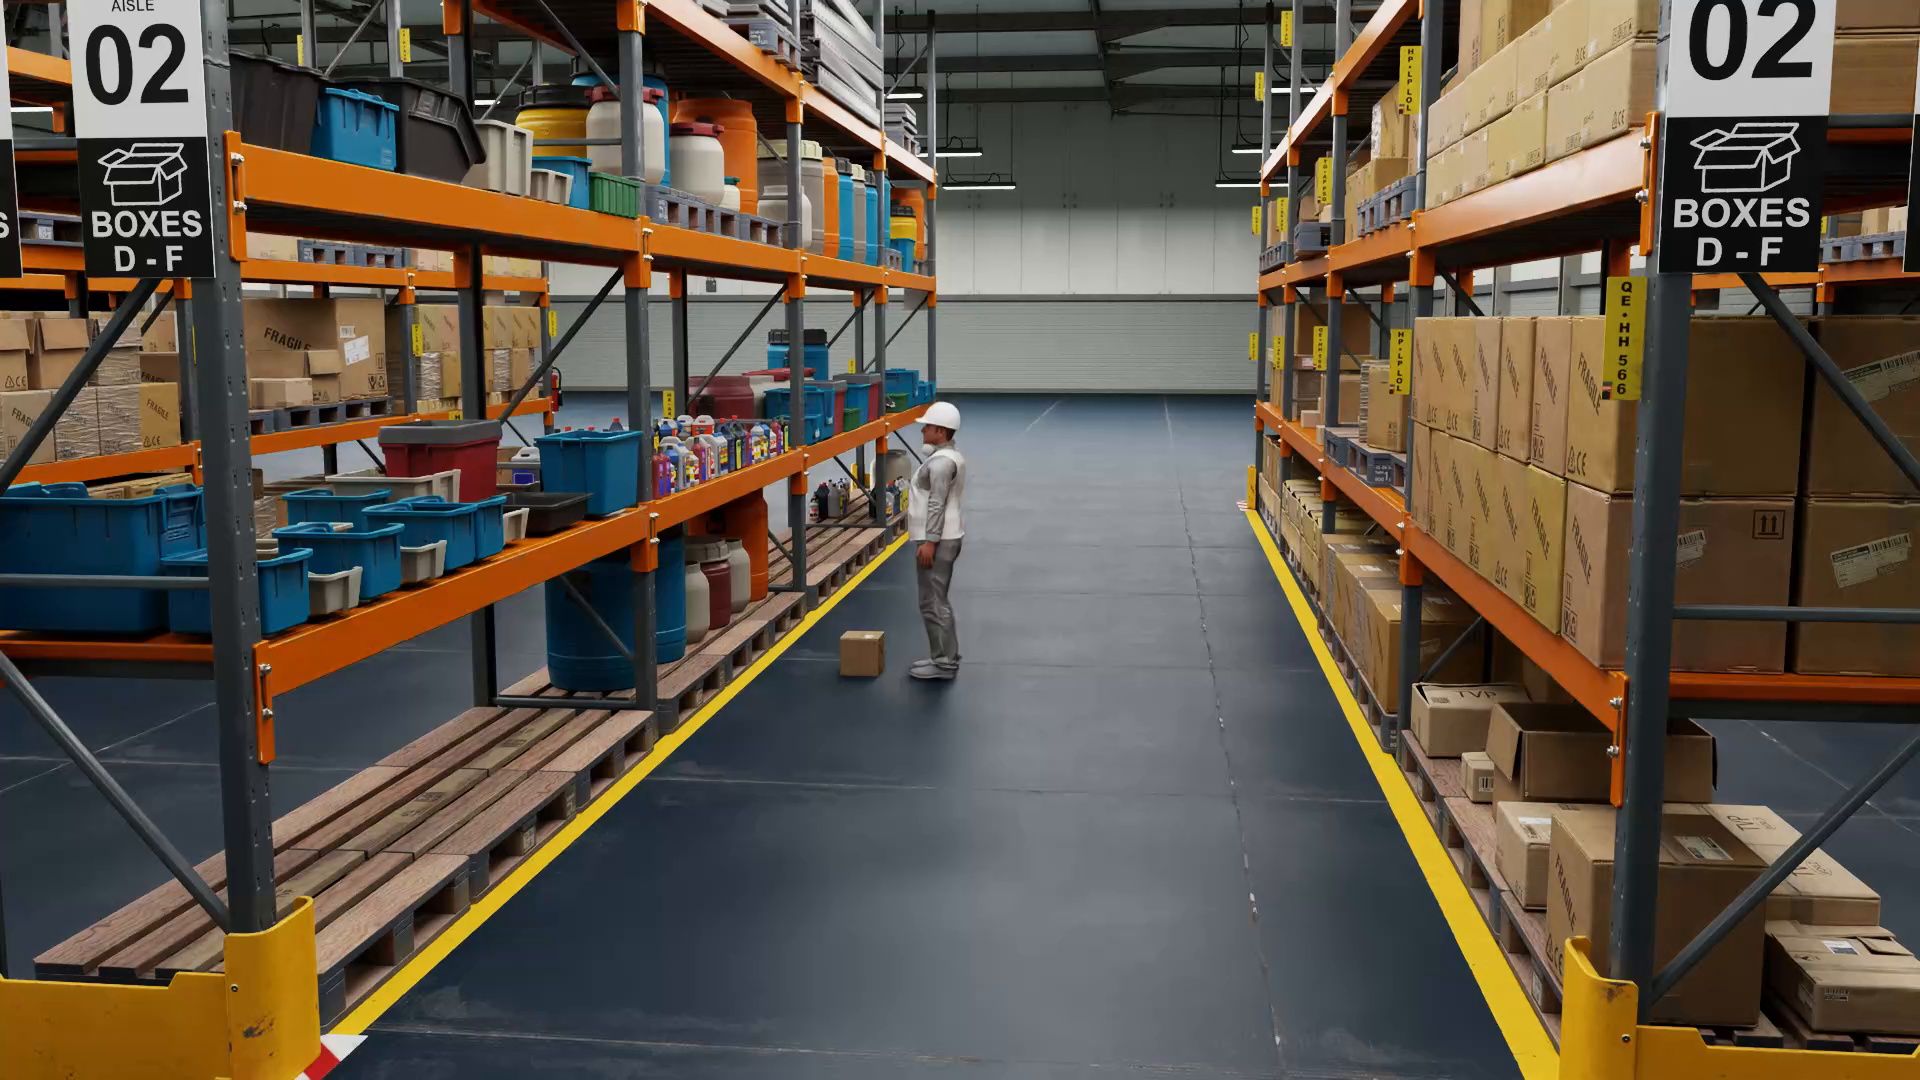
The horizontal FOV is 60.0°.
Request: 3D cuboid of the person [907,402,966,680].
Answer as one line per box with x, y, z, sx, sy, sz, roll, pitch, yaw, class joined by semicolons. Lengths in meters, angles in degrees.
-0.154;0.000;10.697;0.356;1.769;0.531;1;8;8;person
